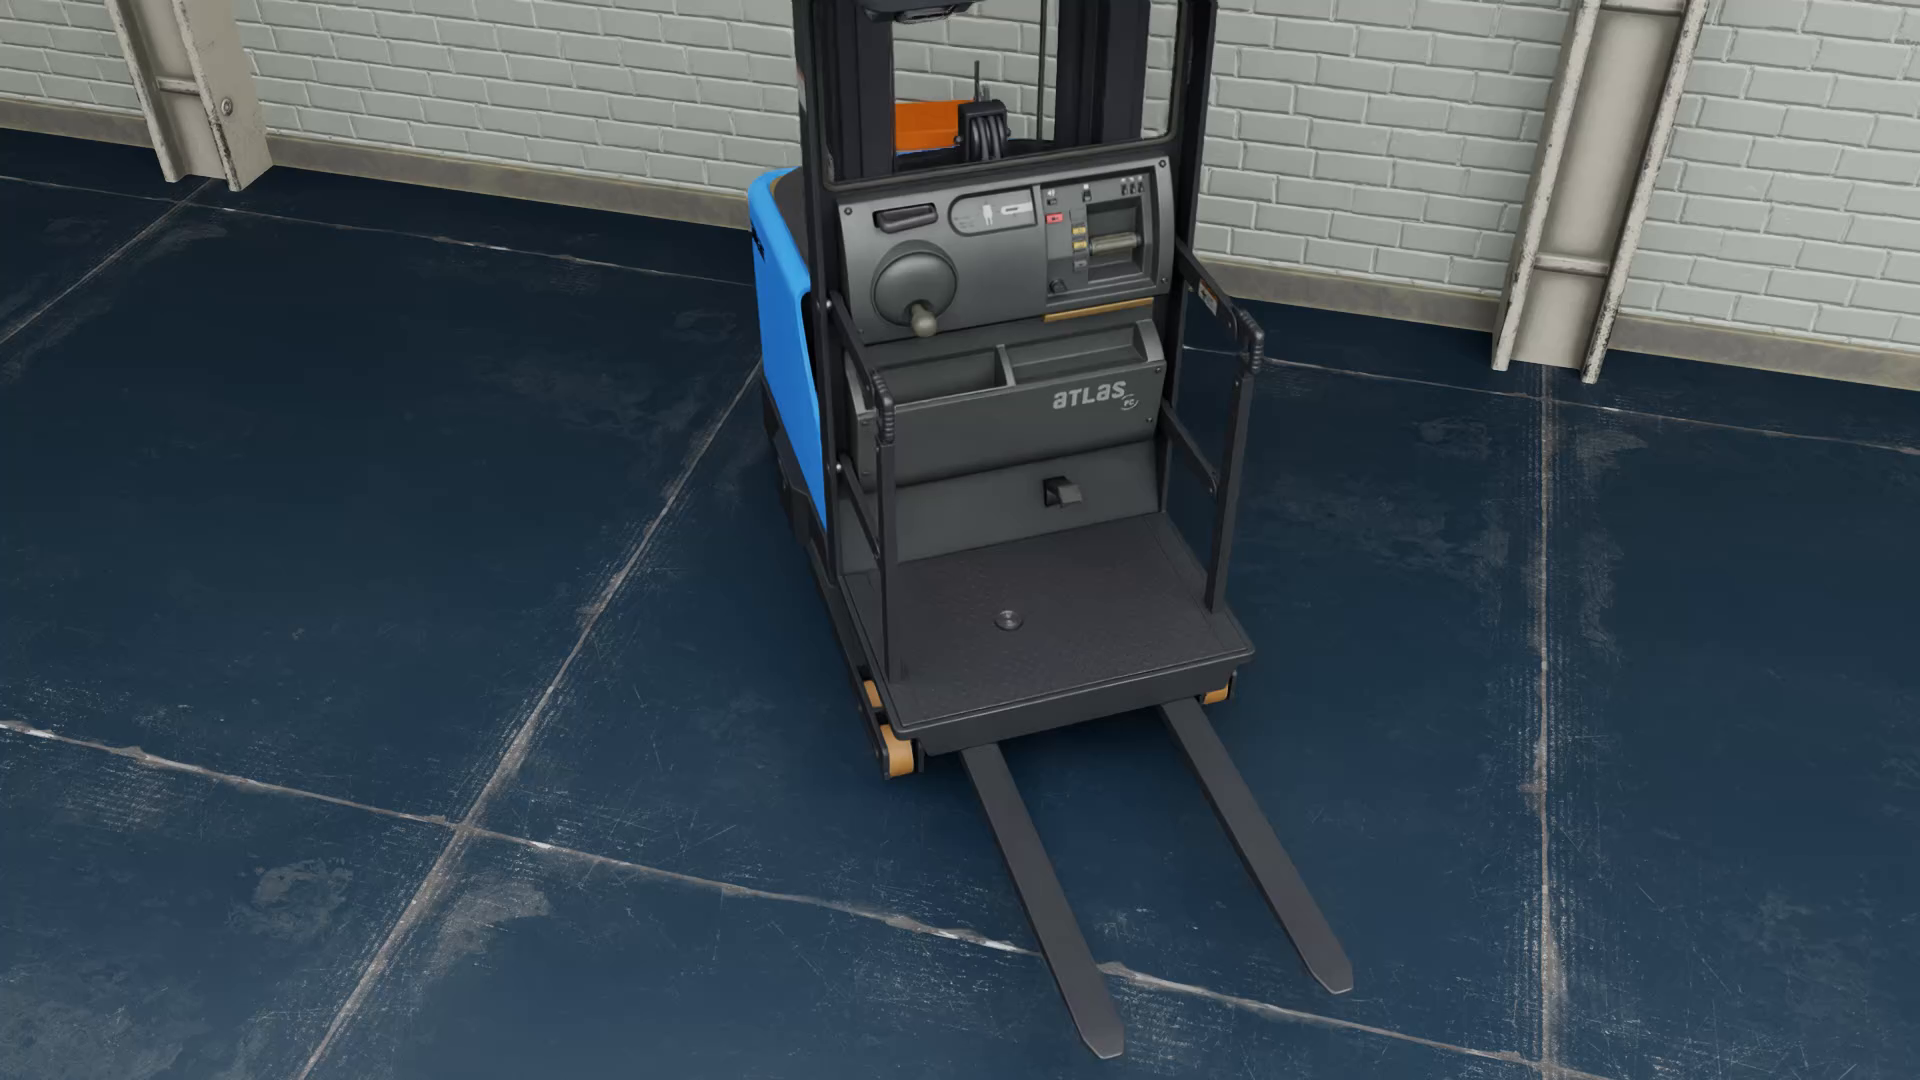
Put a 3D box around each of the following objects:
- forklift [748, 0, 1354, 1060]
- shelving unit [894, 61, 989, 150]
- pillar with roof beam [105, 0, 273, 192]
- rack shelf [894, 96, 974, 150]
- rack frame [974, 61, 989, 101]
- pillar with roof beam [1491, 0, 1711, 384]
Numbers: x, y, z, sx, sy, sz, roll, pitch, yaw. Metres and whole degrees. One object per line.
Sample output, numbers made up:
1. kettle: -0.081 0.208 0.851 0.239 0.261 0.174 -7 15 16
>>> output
1. forklift: 0.202 -0.714 4.321 1.130 2.935 3.031 -11 41 -13
2. shelving unit: -0.164 -1.136 6.162 0.503 1.200 0.258 -6 38 -7
3. pillar with roof beam: -4.583 -2.505 1.735 0.400 9.000 9.100 10 41 11
4. rack shelf: -0.166 -1.444 5.919 0.480 0.148 0.258 -6 38 -7
5. rack frame: 0.077 -1.159 6.191 0.015 1.200 0.240 -6 38 -7
6. pillar with roof beam: 1.213 -1.507 0.548 0.400 9.000 9.100 10 41 11
